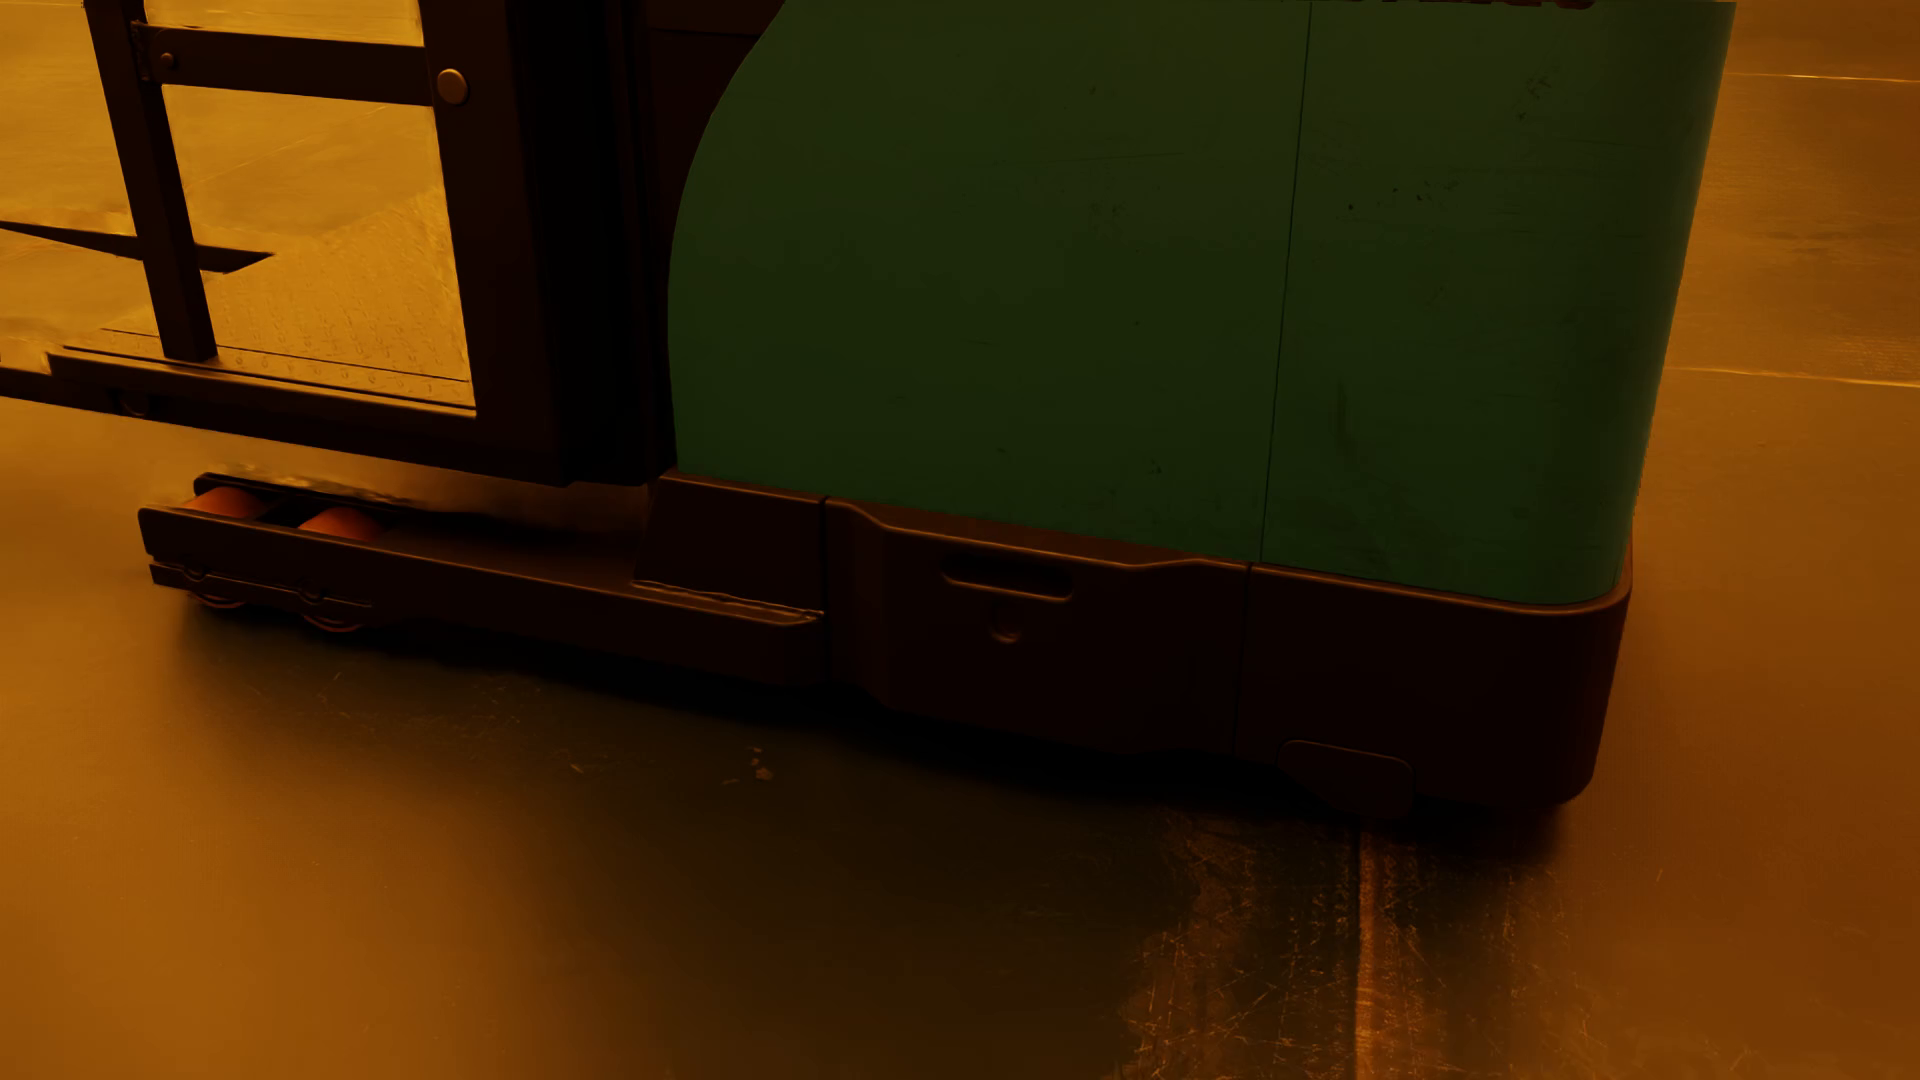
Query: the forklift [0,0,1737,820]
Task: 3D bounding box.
[{"bbox_3d":[-0.588,-1.396,2.012,3.031,2.935,1.130,9,28,17],"label":"forklift"}]
